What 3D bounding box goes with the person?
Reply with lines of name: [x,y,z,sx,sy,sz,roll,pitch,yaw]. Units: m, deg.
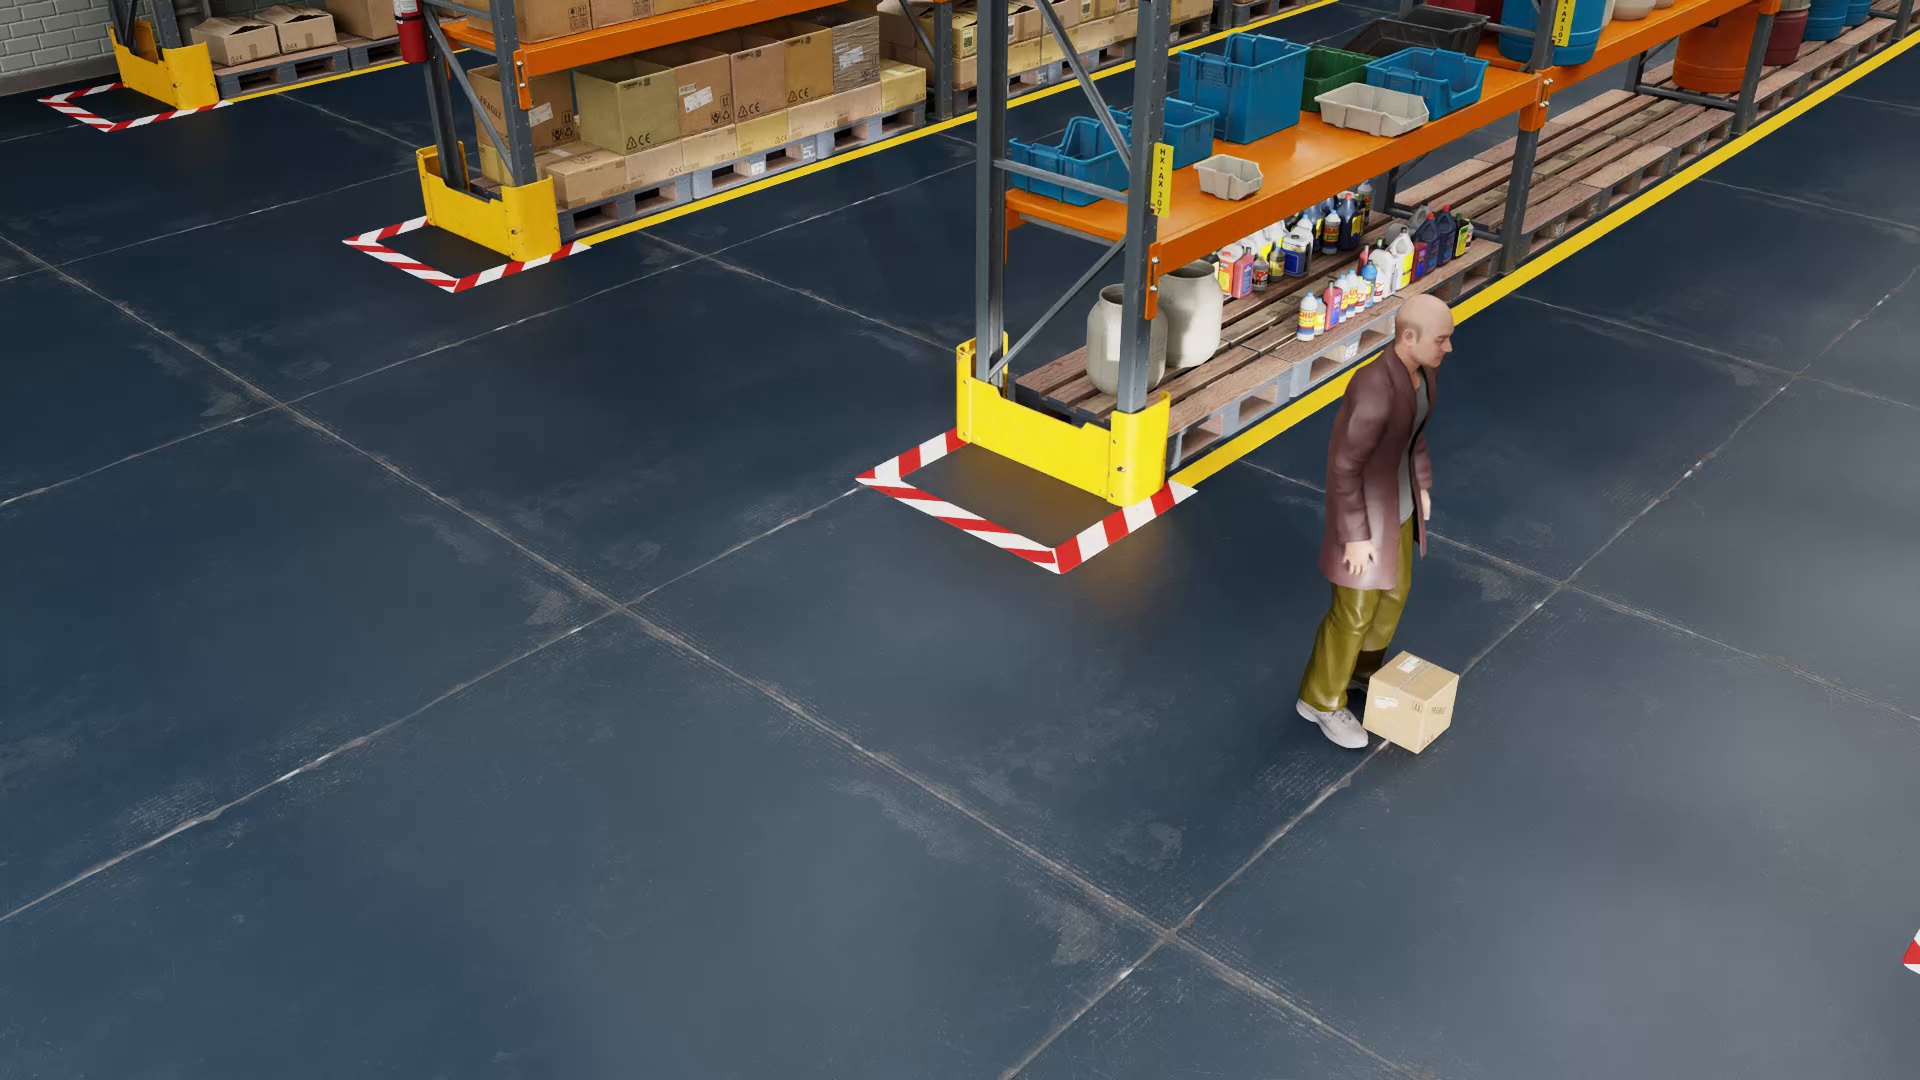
person: [1.598,-0.104,6.321,0.419,1.775,0.655,23,38,33]
